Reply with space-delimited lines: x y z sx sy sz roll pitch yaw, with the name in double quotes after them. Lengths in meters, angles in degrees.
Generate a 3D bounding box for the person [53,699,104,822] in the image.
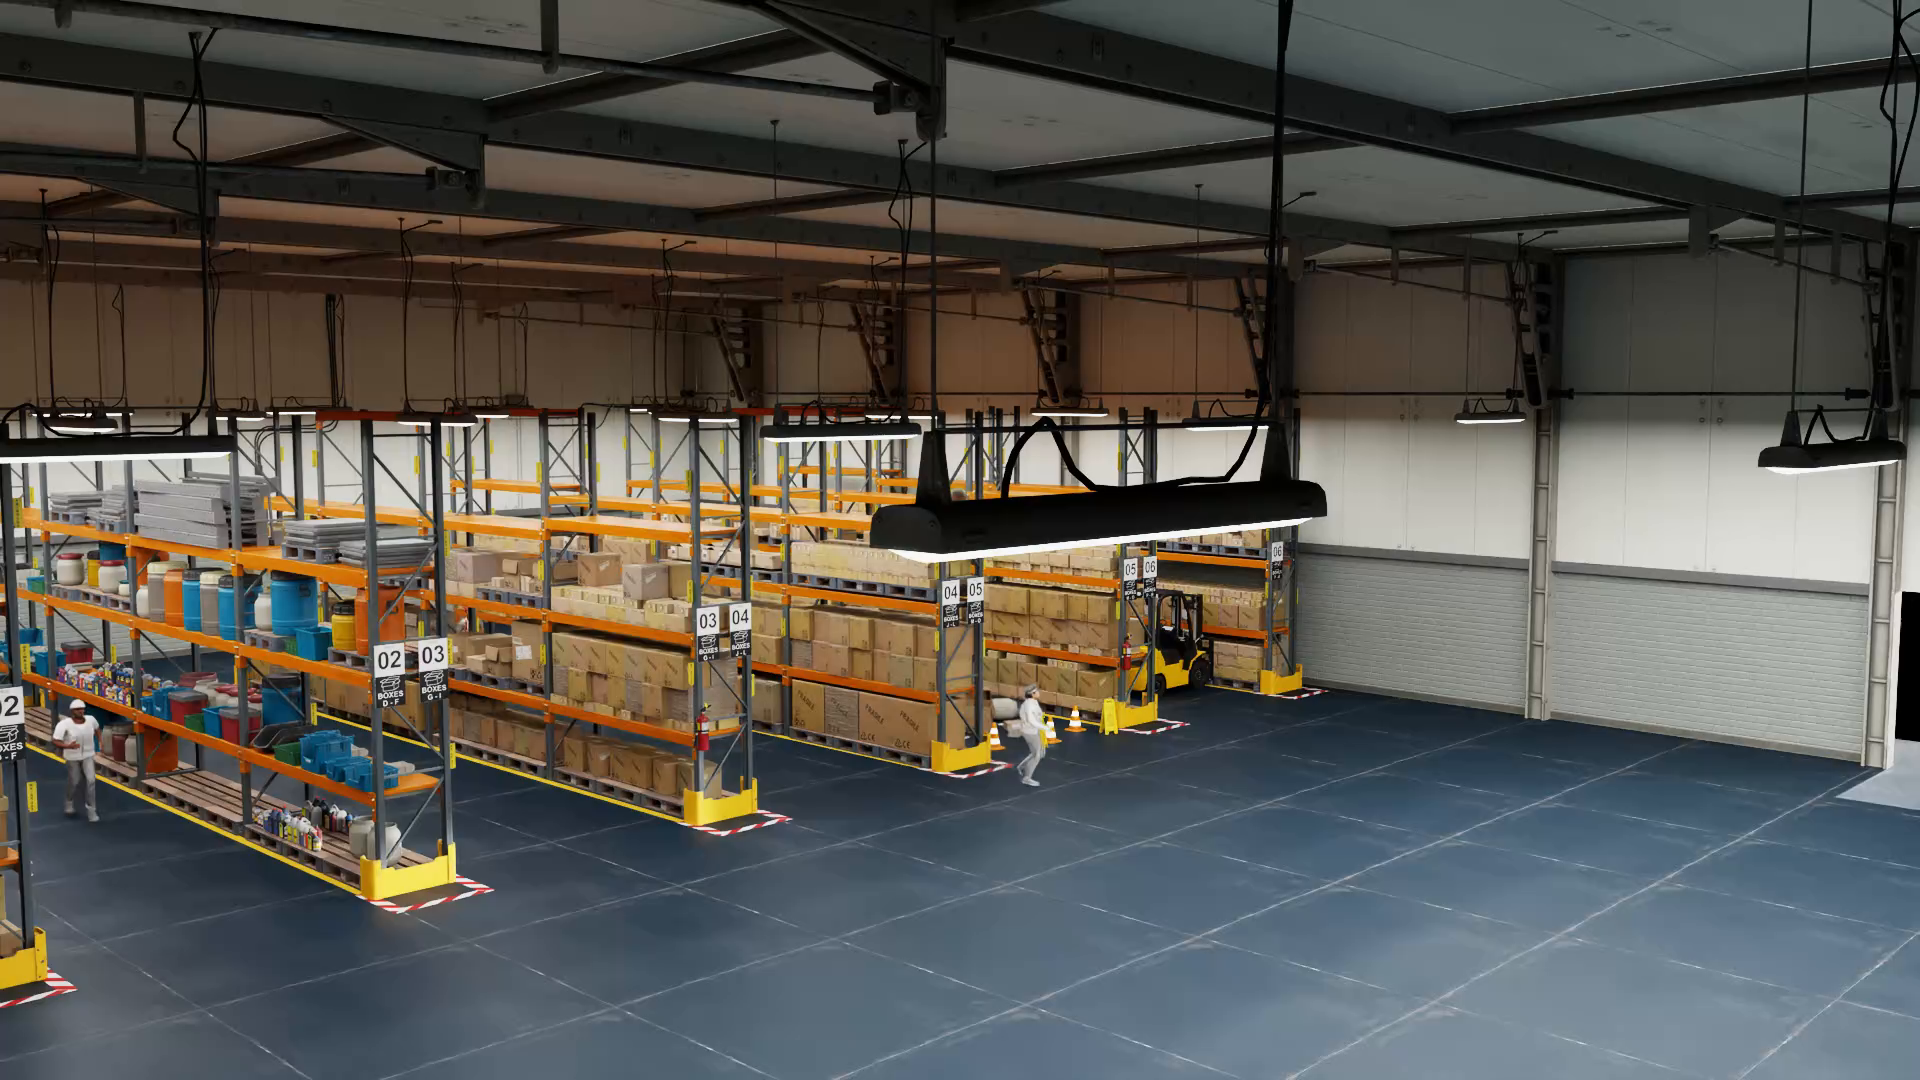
-13.093 3.260 24.724 0.722 1.819 0.825 -5 7 -44 "person"

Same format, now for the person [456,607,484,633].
-10.576 2.271 36.045 0.695 1.739 0.615 -5 7 -43 "person"

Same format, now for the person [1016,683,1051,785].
1.188 3.133 26.851 0.542 1.674 0.643 0 5 -4 "person"
